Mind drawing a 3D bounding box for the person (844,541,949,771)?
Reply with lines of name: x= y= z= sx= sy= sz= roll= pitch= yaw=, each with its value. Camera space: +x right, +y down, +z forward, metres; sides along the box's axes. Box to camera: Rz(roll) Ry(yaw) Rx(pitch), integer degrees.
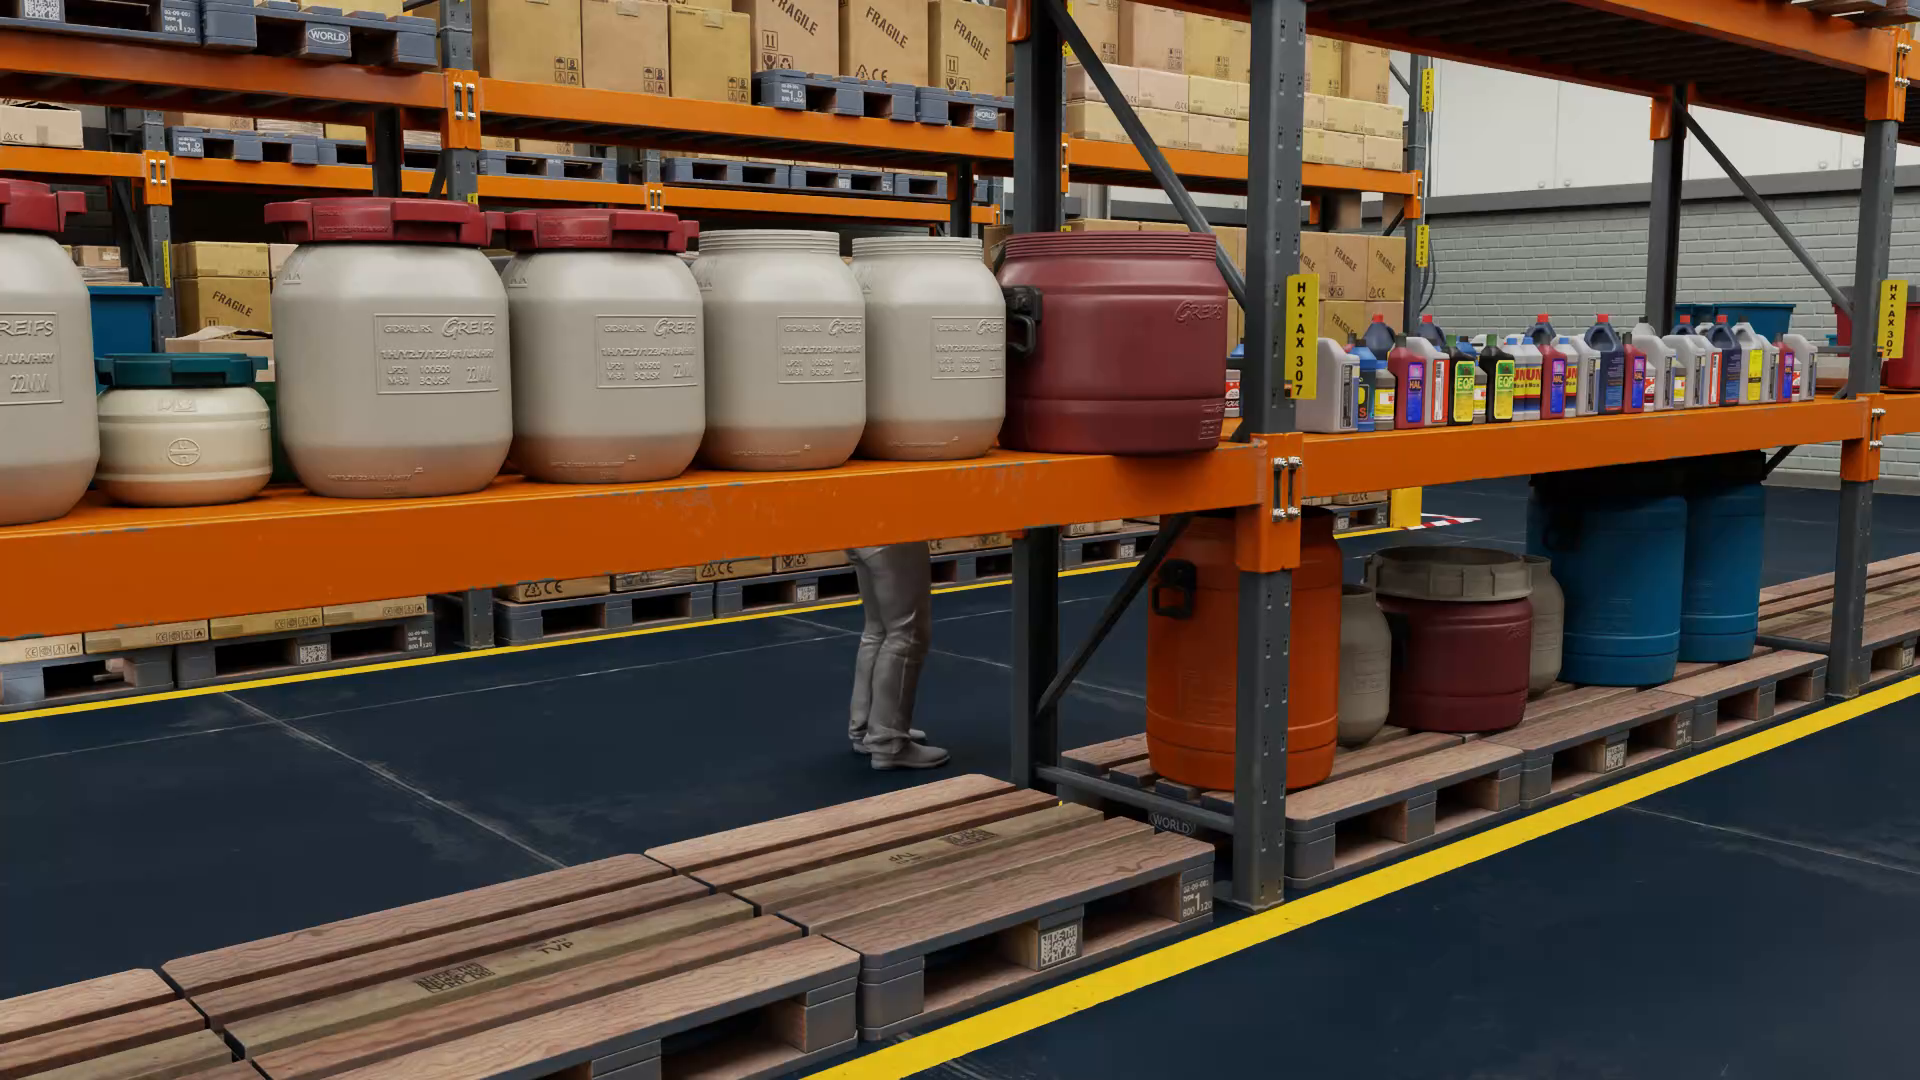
person: x=-0.183 y=-0.063 z=6.185 sx=0.553 sy=1.772 sz=0.495 roll=-3 pitch=8 yaw=-20
